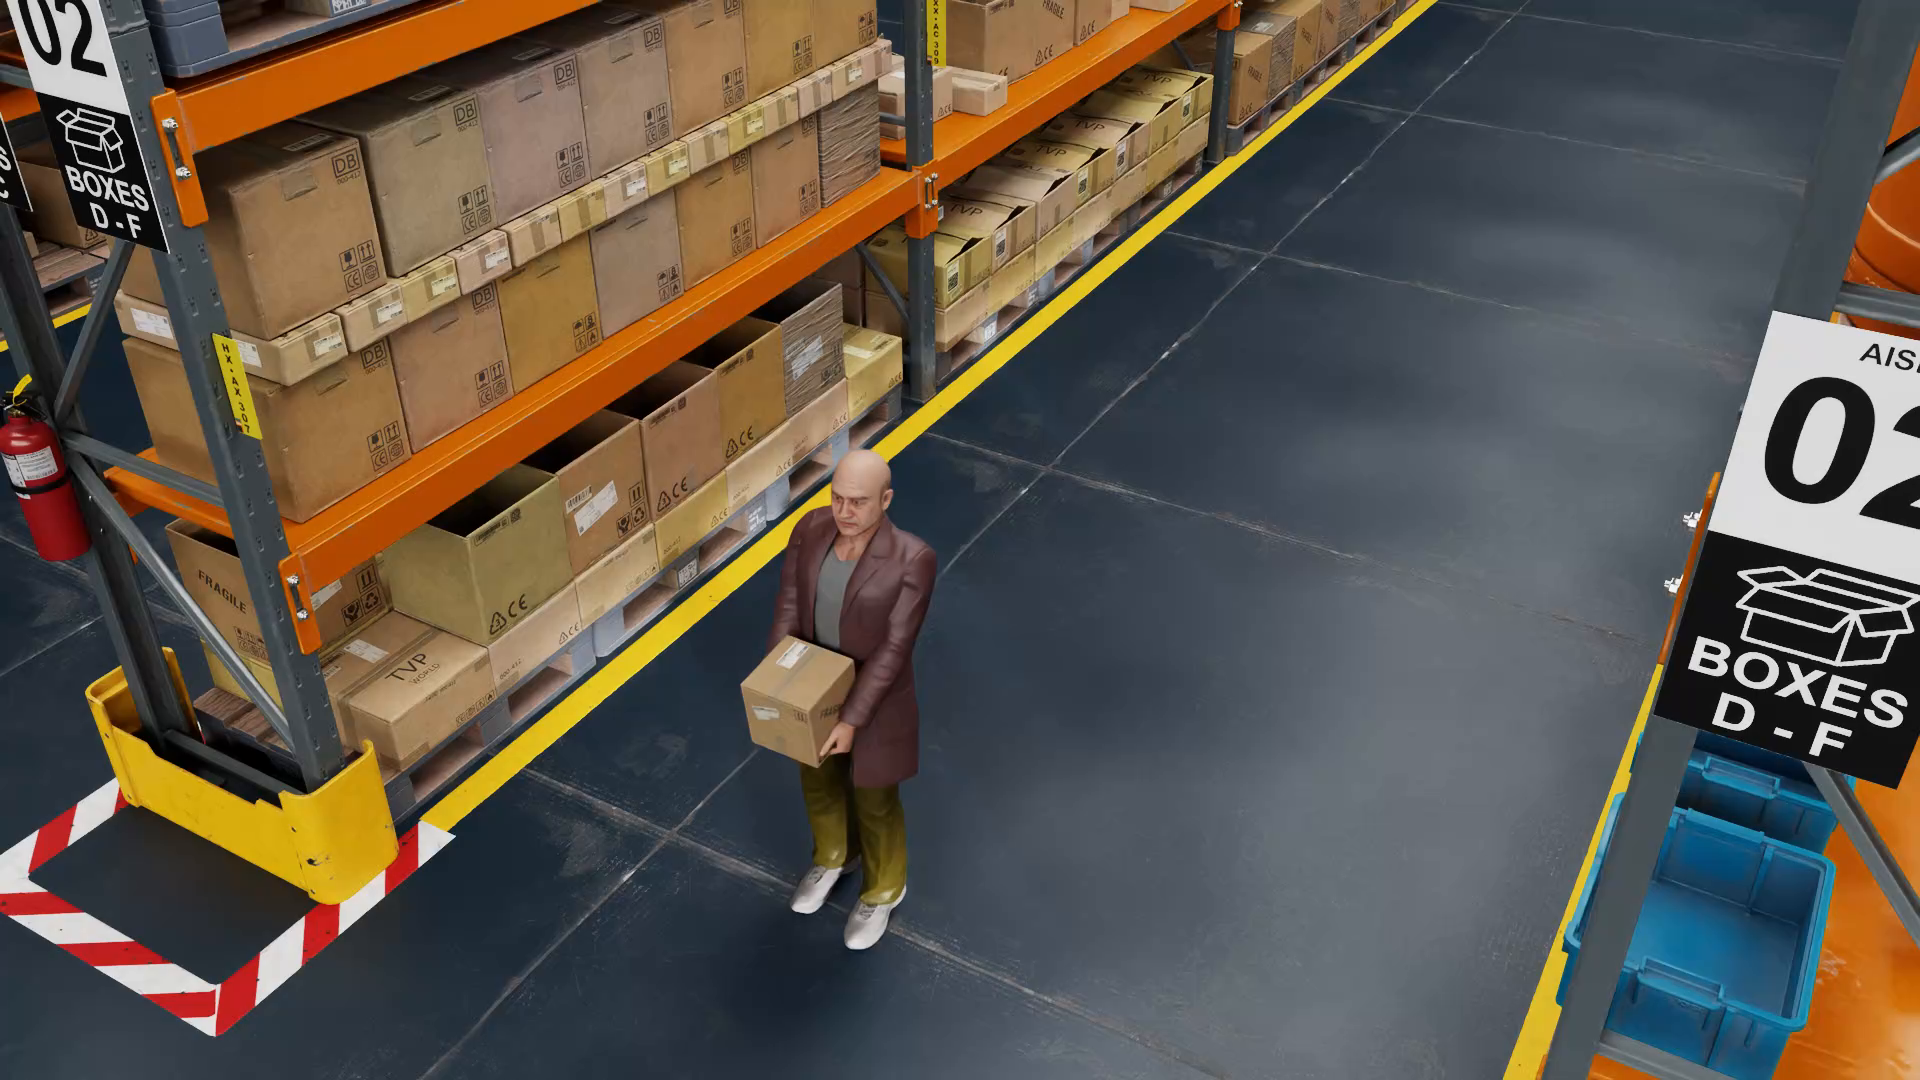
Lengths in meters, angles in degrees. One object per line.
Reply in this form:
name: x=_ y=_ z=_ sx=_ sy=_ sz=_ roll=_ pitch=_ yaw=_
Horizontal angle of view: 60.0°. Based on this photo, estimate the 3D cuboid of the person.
person: x=-0.389 y=0.557 z=5.323 sx=0.526 sy=1.776 sz=0.553 roll=18 pitch=38 yaw=25
